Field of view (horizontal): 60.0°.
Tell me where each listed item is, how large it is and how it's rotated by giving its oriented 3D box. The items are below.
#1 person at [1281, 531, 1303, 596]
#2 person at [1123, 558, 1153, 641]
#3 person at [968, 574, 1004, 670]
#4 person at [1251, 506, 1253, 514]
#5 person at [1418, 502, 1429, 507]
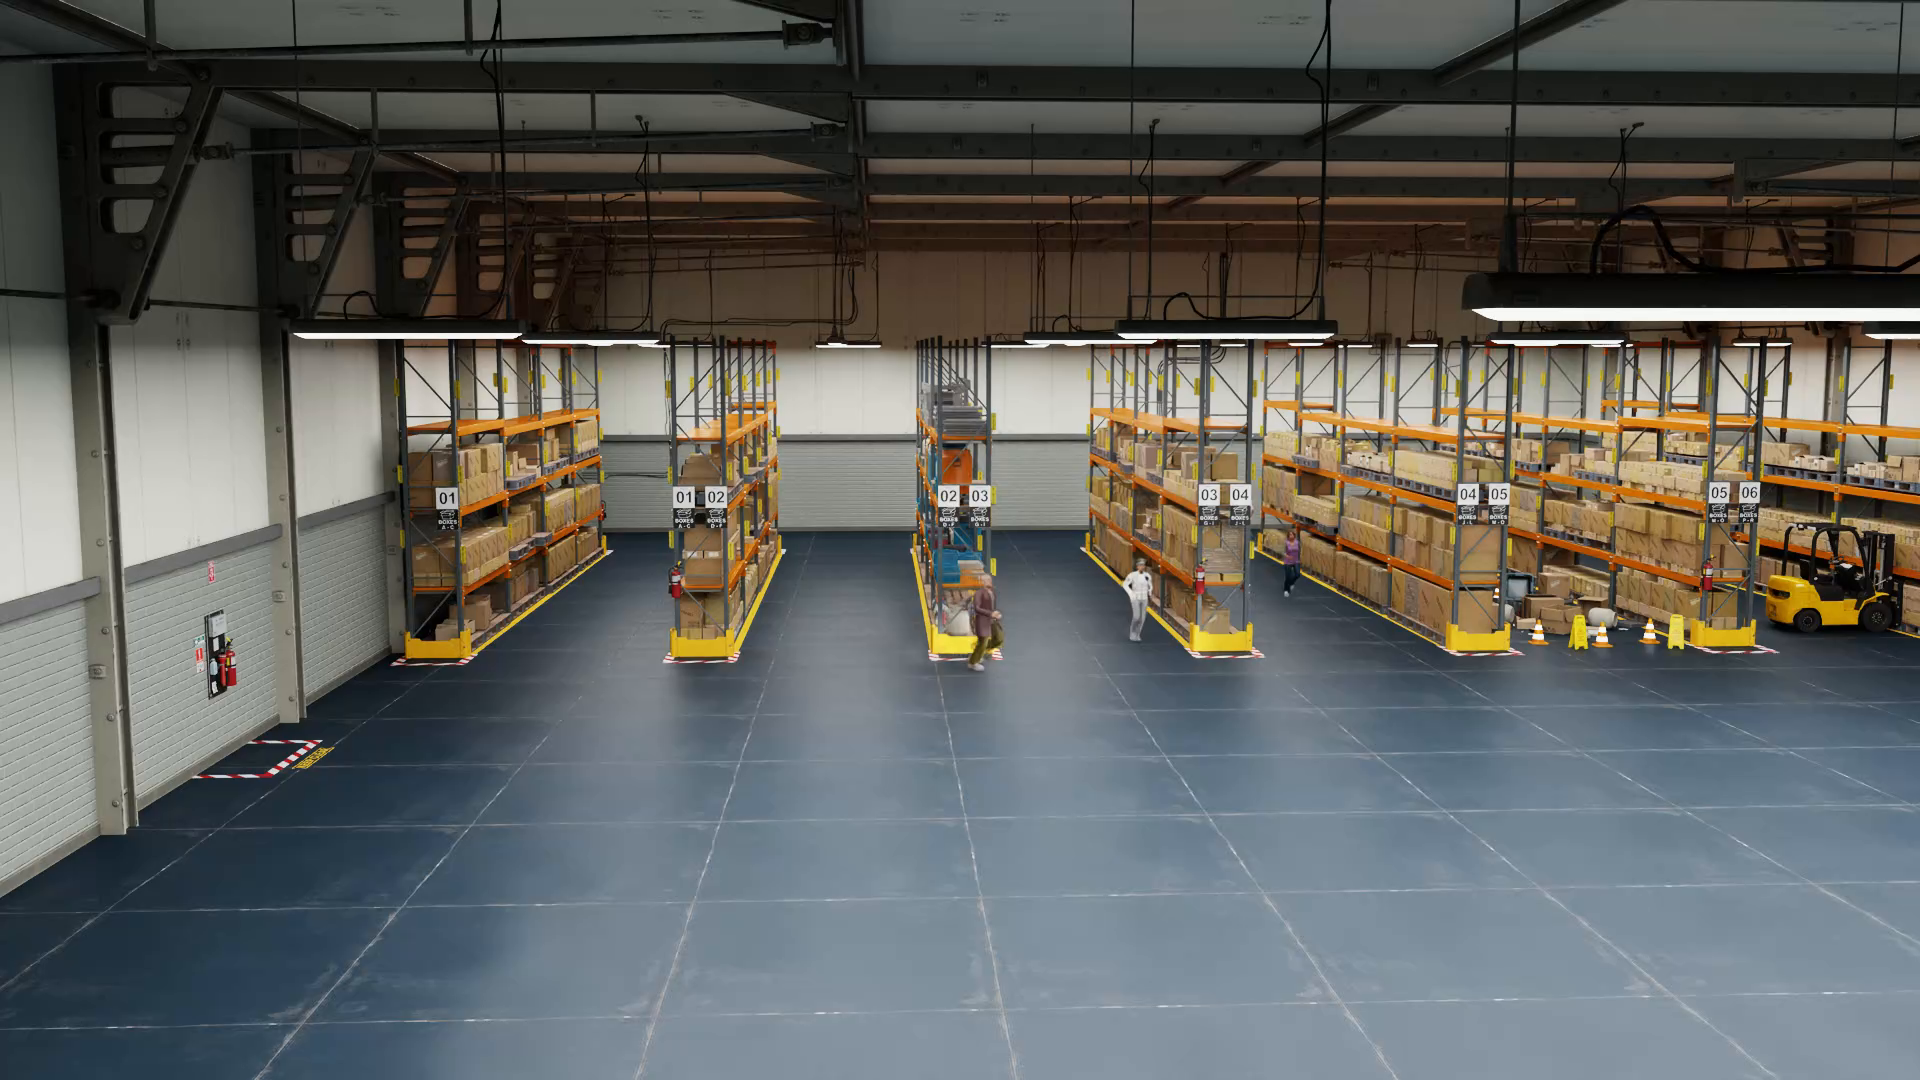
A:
[{"bbox_3d":[7.747,0.551,38.731,0.564,1.554,0.699,0,6,-3],"label":"person"},{"bbox_3d":[3.537,1.179,32.708,0.584,1.657,0.585,-1,7,-11],"label":"person"},{"bbox_3d":[0.501,1.474,29.875,0.765,1.734,0.743,5,8,38],"label":"person"},{"bbox_3d":[8.324,-0.621,49.038,0.551,1.599,0.728,-1,7,-12],"label":"person"},{"bbox_3d":[13.817,-0.678,49.355,0.795,1.672,0.554,1,7,5],"label":"person"}]
